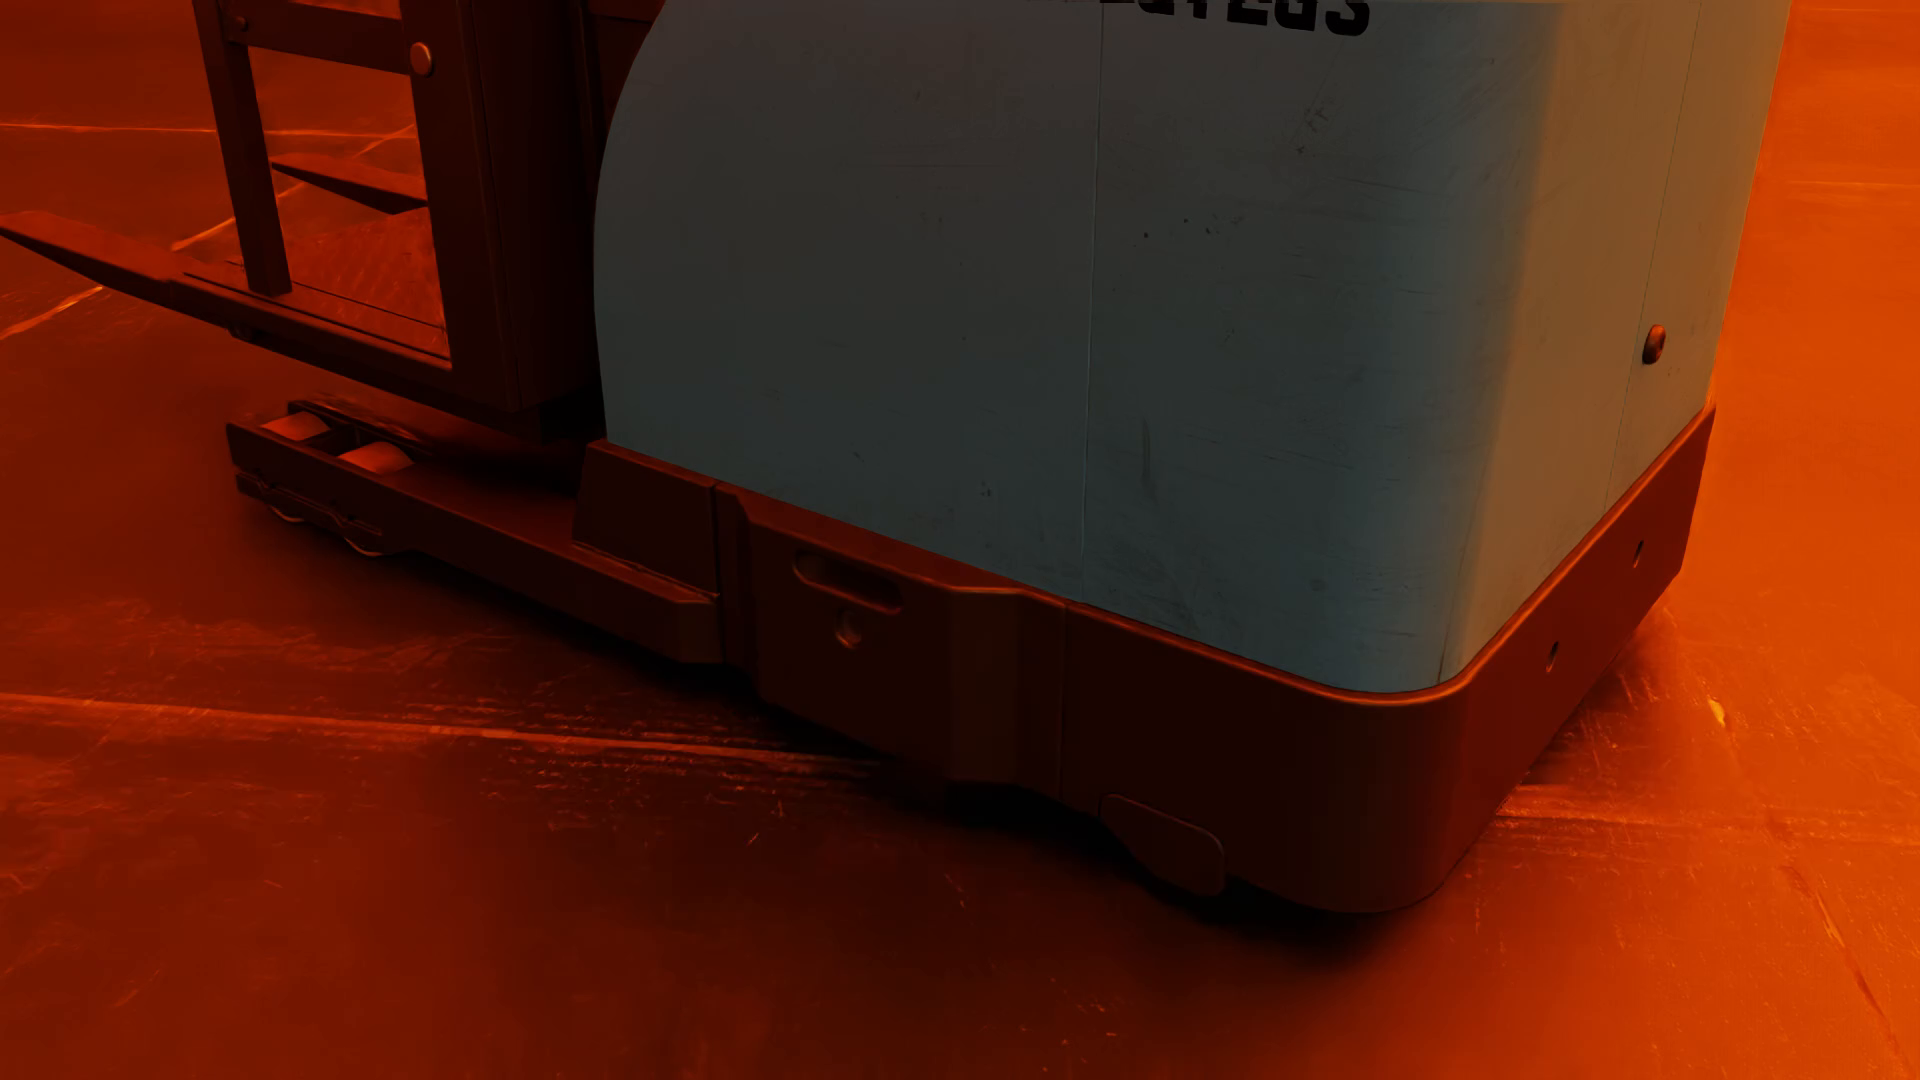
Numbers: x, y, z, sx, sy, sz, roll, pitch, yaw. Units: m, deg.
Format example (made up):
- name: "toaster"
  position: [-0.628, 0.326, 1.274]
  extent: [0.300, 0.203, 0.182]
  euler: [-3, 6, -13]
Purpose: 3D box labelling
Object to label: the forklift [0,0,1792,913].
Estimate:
- name: "forklift"
  position: [-0.493, -1.457, 2.136]
  extent: [3.031, 2.935, 1.130]
  euler: [18, 32, 32]
